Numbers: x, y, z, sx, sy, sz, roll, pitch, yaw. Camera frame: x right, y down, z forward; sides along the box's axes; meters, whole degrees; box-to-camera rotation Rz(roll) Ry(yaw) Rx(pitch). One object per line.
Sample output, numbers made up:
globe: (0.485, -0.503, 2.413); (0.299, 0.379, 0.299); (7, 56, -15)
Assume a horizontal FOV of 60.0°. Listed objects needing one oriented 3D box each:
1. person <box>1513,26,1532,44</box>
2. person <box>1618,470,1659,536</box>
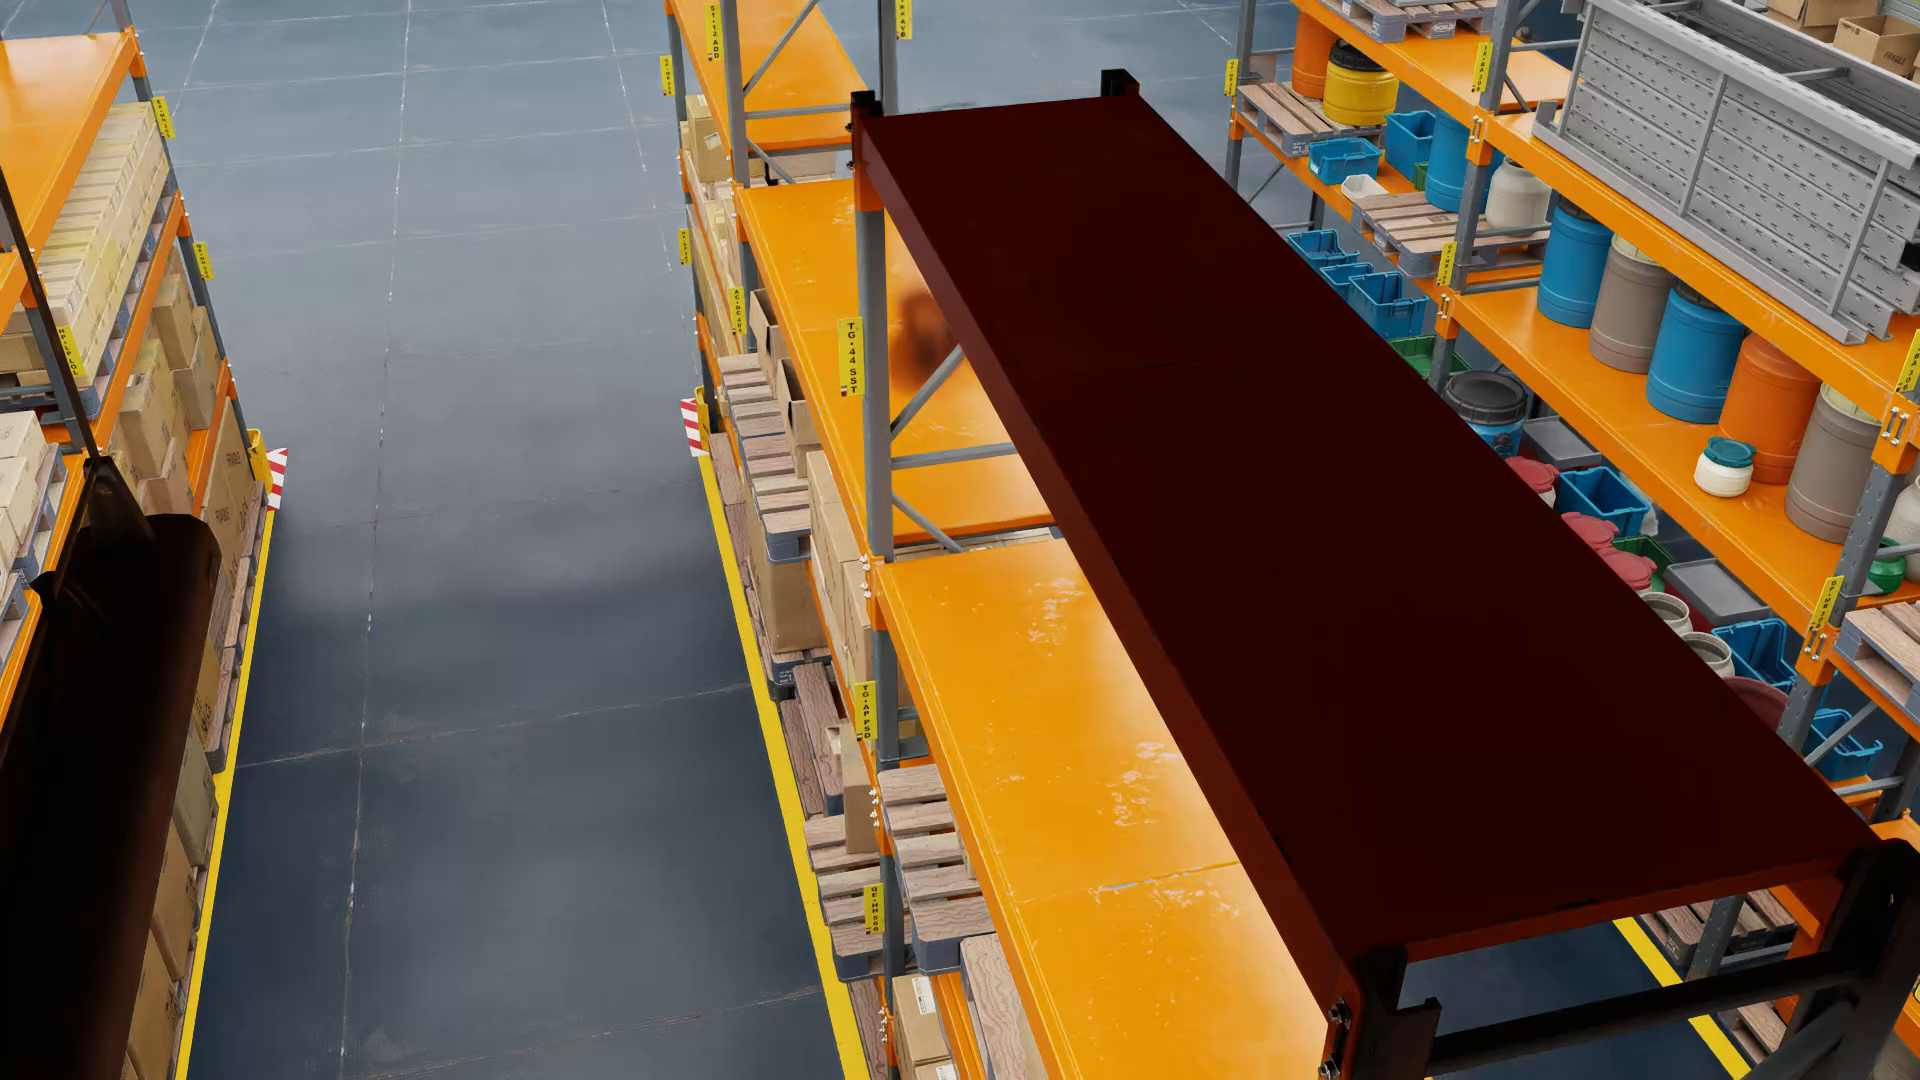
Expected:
person: (6.914, -5.674, 20.944); (0.500, 1.613, 0.636); (7, 35, 11)
person: (5.698, -0.901, 13.875); (0.755, 1.729, 0.754); (-12, 36, -17)
